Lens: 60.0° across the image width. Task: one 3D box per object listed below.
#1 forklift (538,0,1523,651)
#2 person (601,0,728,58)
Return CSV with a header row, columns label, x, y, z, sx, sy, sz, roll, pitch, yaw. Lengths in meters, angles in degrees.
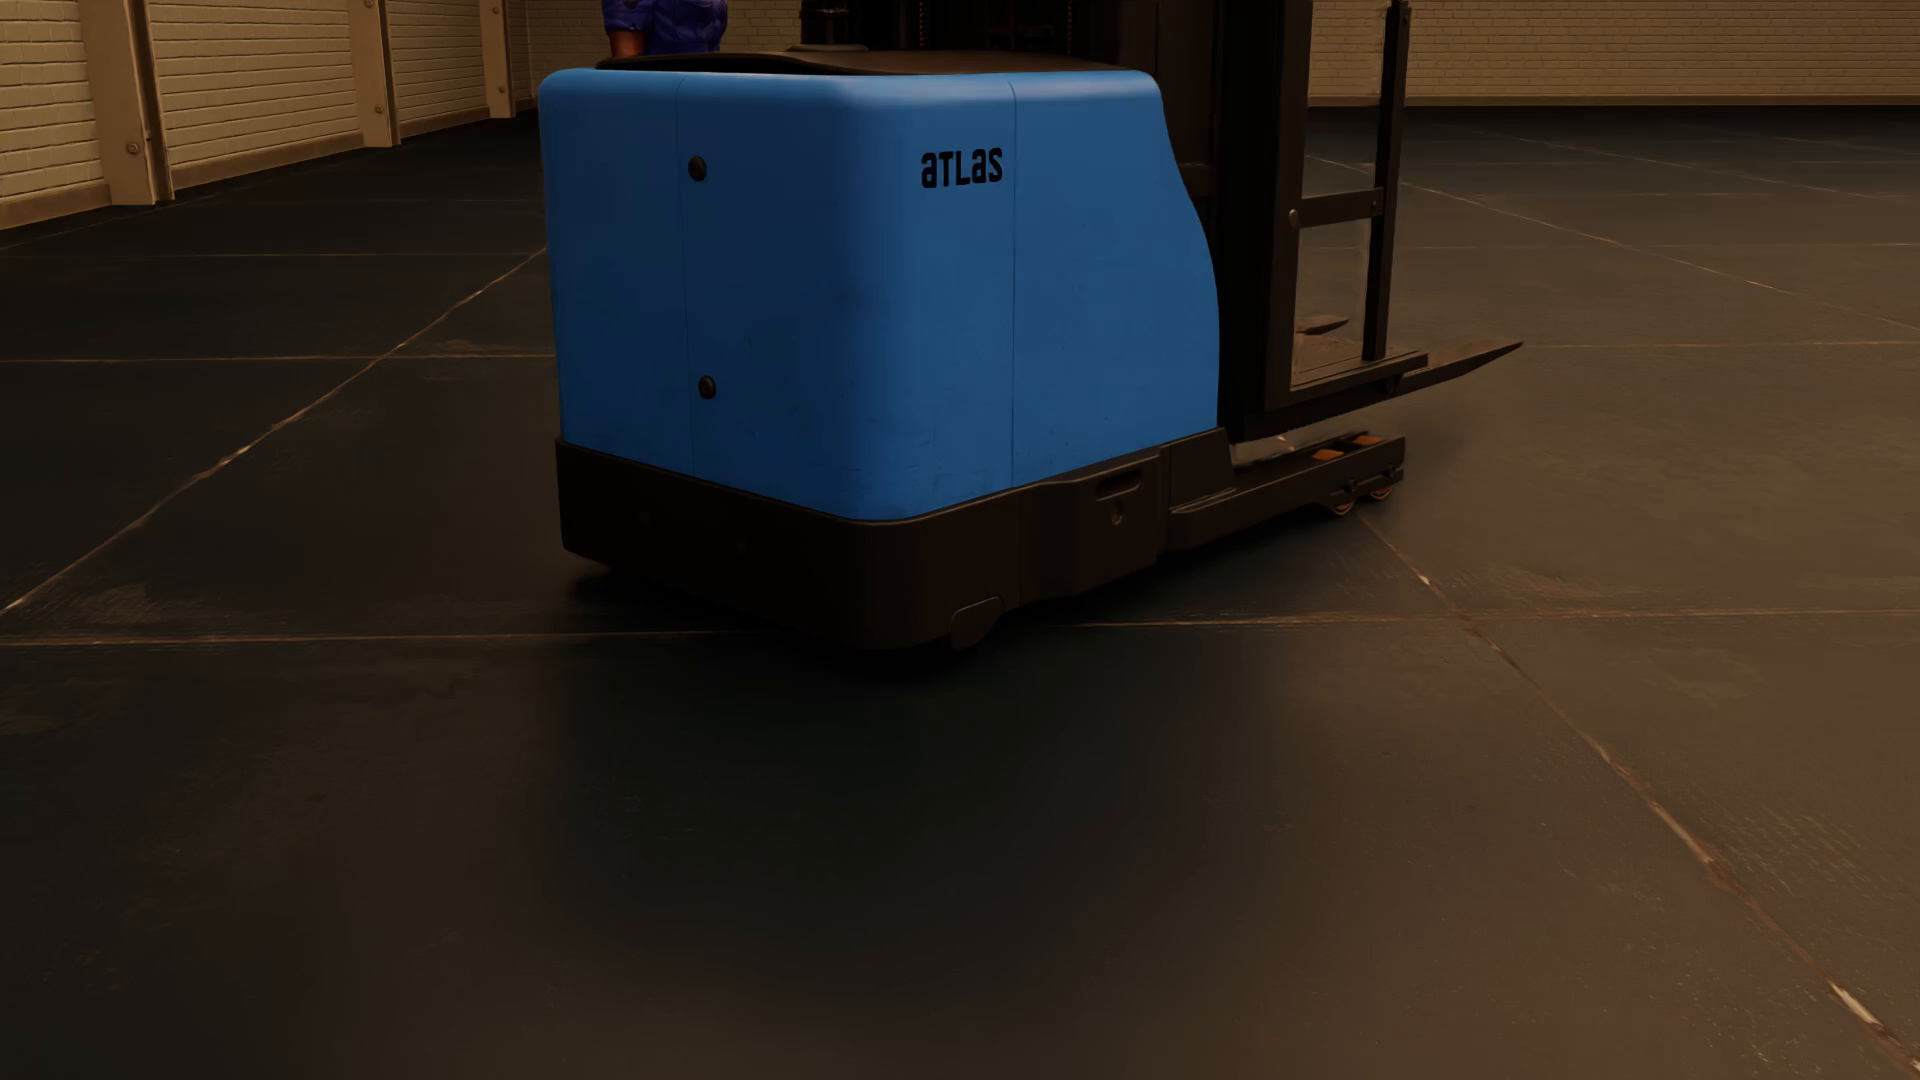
label,x,y,z,sx,sy,sz,roll,pitch,yaw
forklift,0.494,-1.550,3.974,1.130,2.935,3.031,15,22,40
person,-0.640,-0.972,4.264,0.448,1.659,0.561,3,17,8
